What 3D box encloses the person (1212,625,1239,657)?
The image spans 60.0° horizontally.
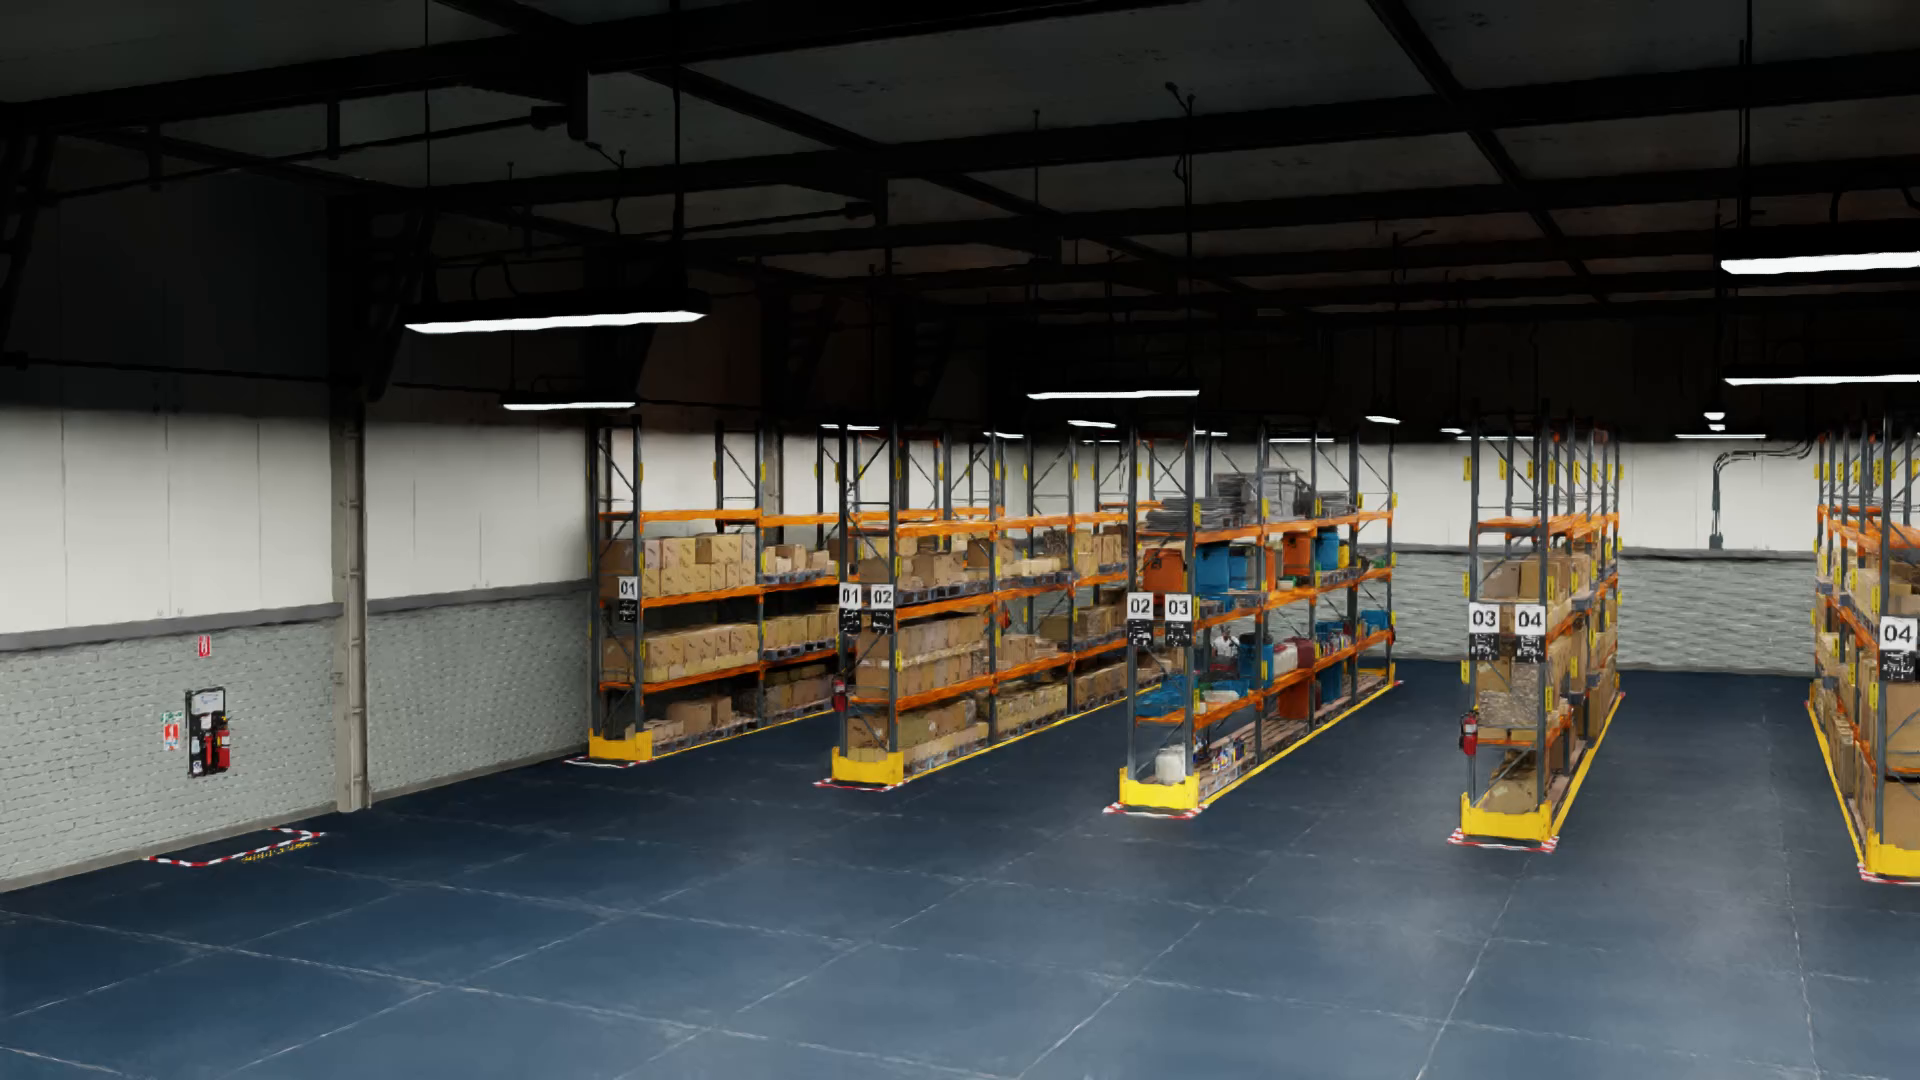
[{"bbox_3d":[5.770,2.673,35.971,0.682,1.711,0.542,1,3,23],"label":"person"}]
